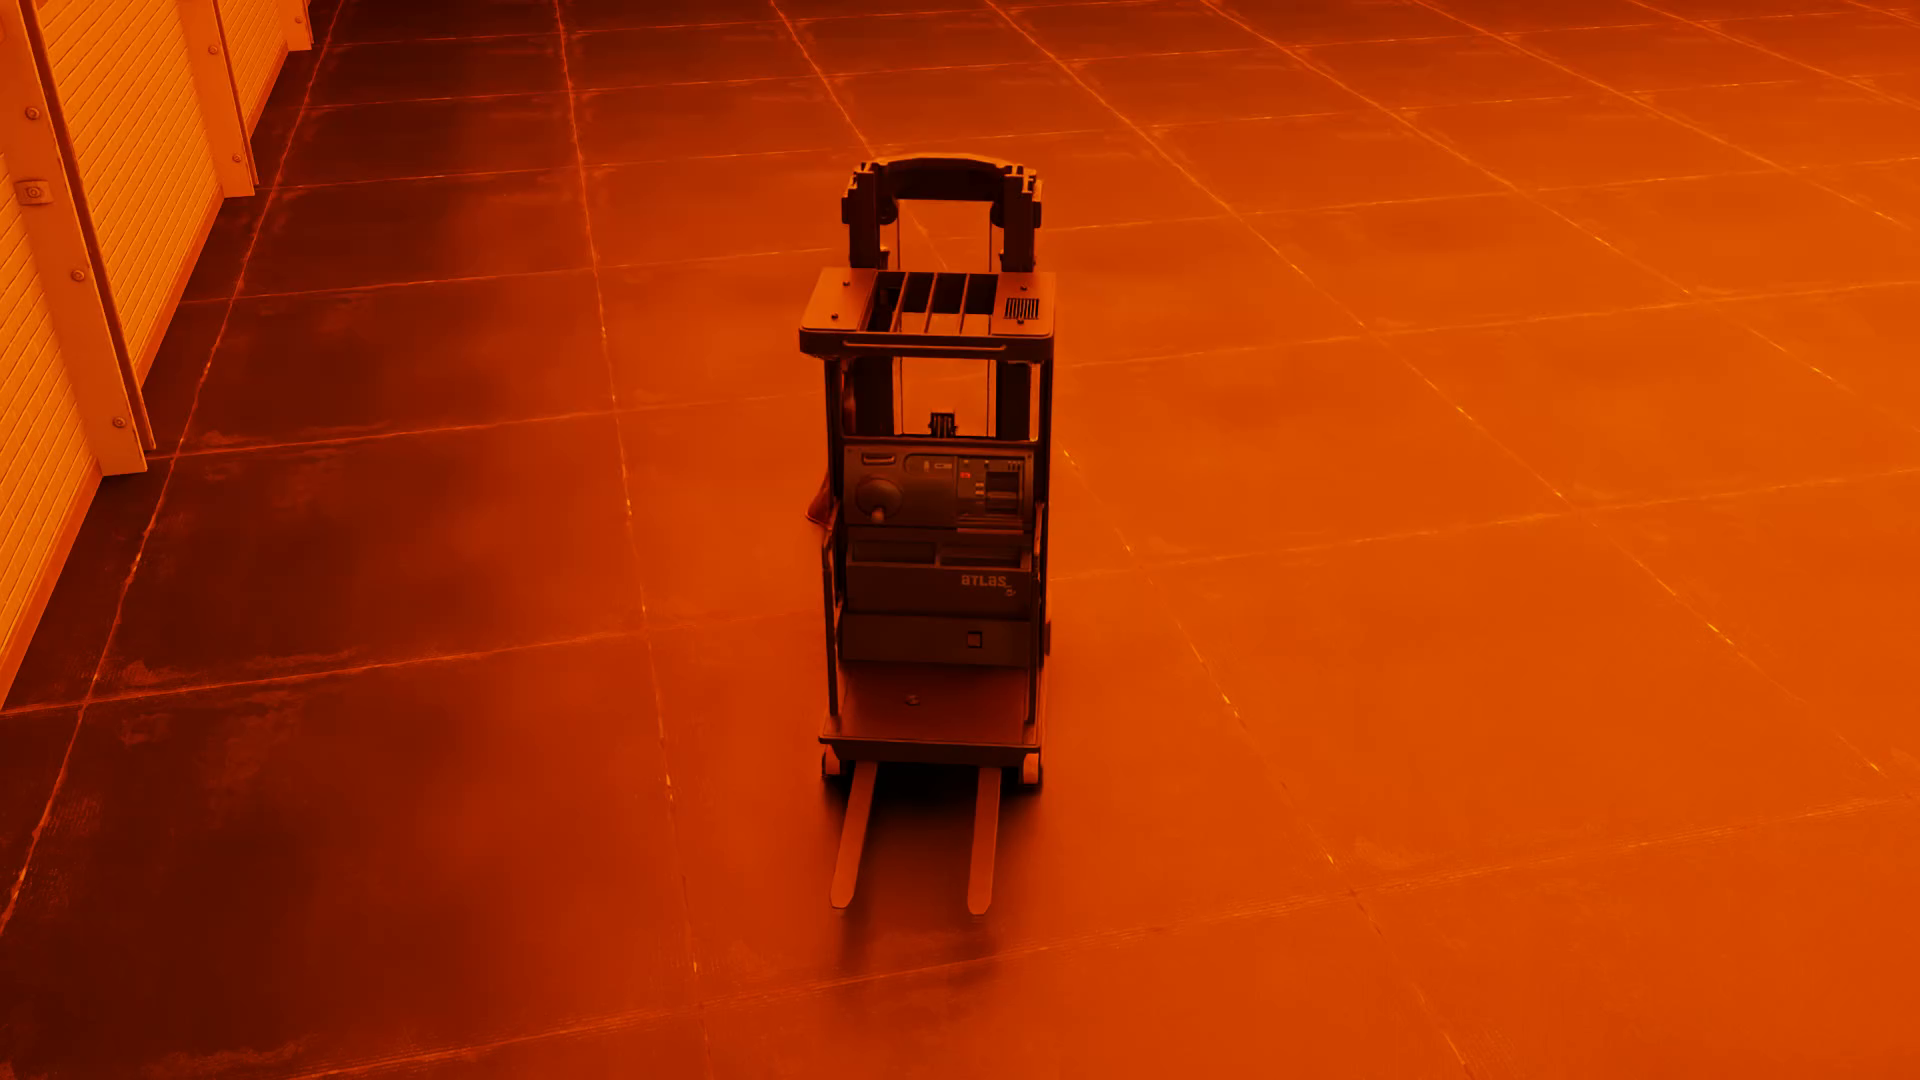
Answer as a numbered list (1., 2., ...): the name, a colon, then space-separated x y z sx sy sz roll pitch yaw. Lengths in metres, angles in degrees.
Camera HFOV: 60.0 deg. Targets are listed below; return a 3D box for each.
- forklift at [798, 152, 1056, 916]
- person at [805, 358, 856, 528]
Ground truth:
1. forklift: -0.118 -0.212 7.940 1.130 2.935 3.031 2 30 4
2. person: -0.778 -0.852 10.409 0.466 1.588 0.817 -4 30 -6
